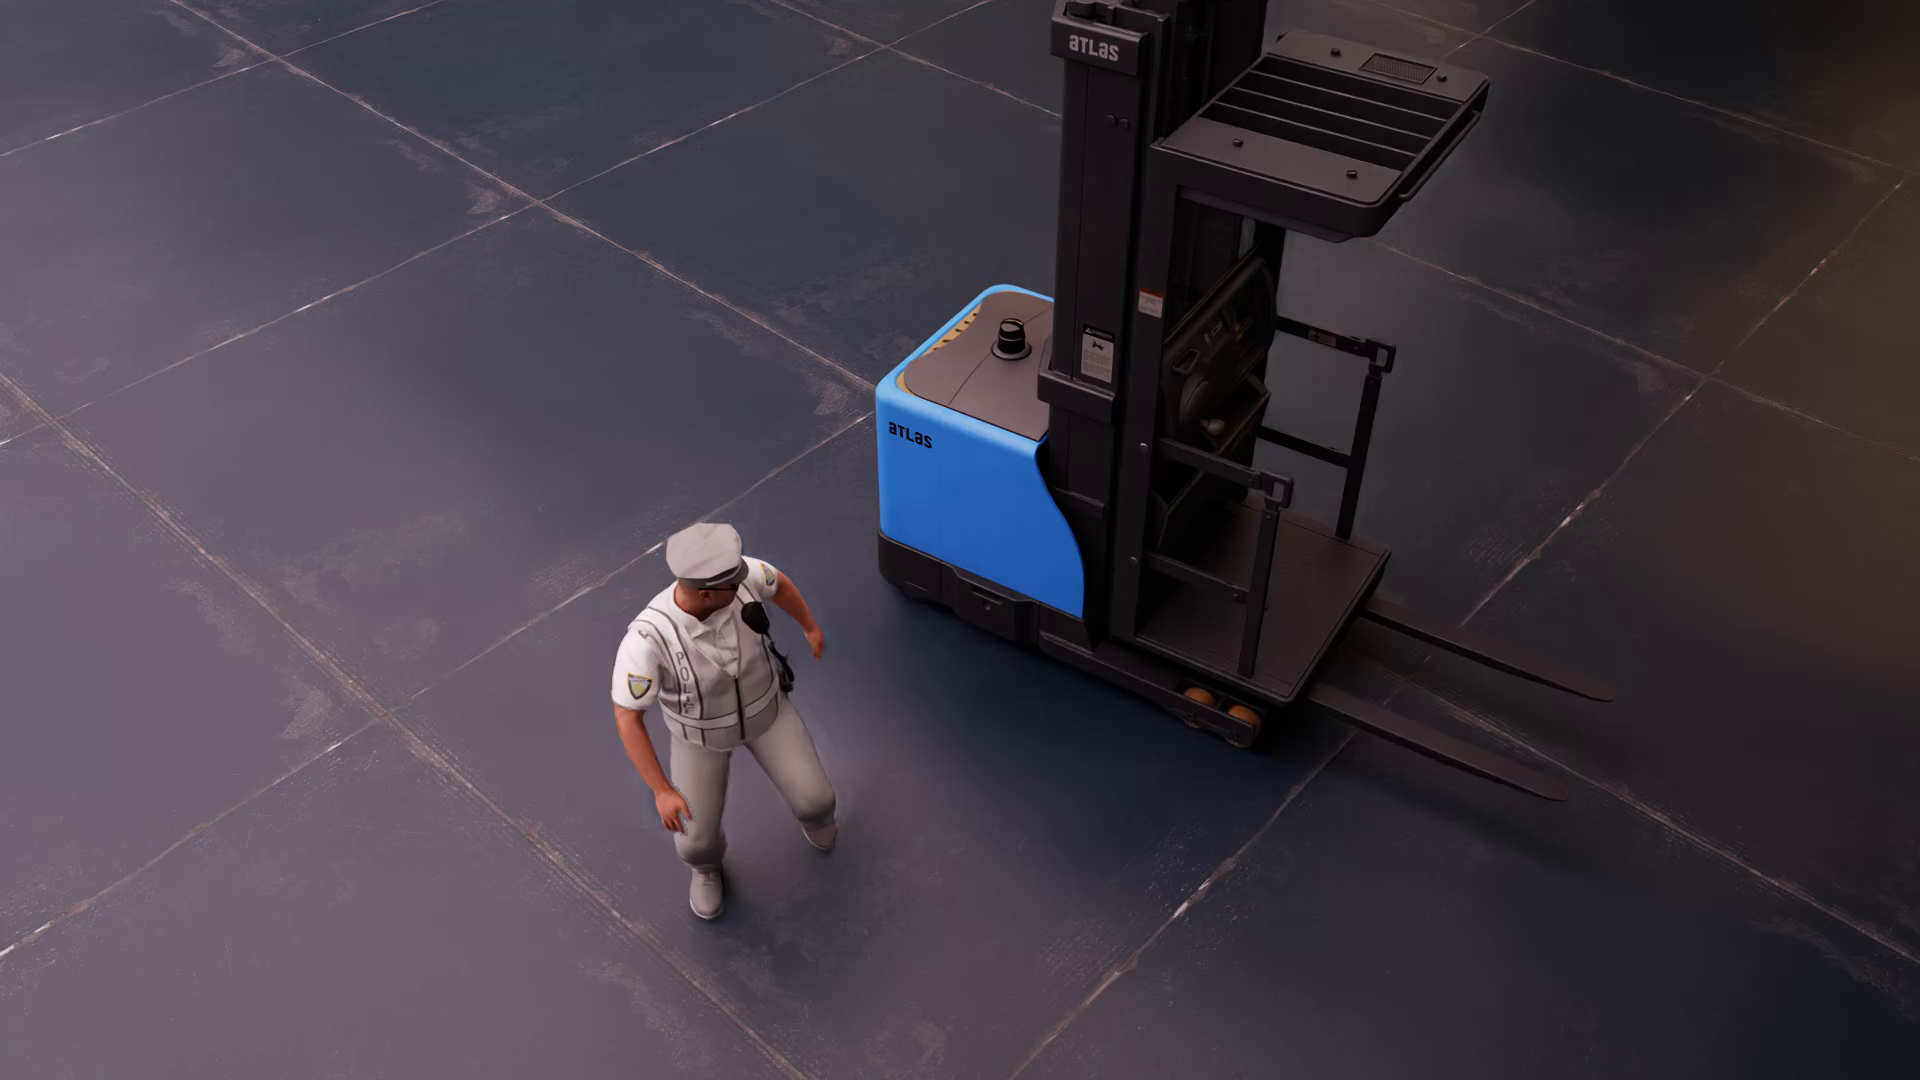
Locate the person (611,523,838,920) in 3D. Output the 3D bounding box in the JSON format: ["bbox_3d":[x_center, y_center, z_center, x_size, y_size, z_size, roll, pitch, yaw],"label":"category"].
[{"bbox_3d":[-0.764,0.625,5.706,0.822,1.656,0.609,-17,43,-18],"label":"person"}]

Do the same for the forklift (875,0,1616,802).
[{"bbox_3d":[1.157,-0.677,6.217,3.031,2.935,1.130,22,45,24],"label":"forklift"}]
